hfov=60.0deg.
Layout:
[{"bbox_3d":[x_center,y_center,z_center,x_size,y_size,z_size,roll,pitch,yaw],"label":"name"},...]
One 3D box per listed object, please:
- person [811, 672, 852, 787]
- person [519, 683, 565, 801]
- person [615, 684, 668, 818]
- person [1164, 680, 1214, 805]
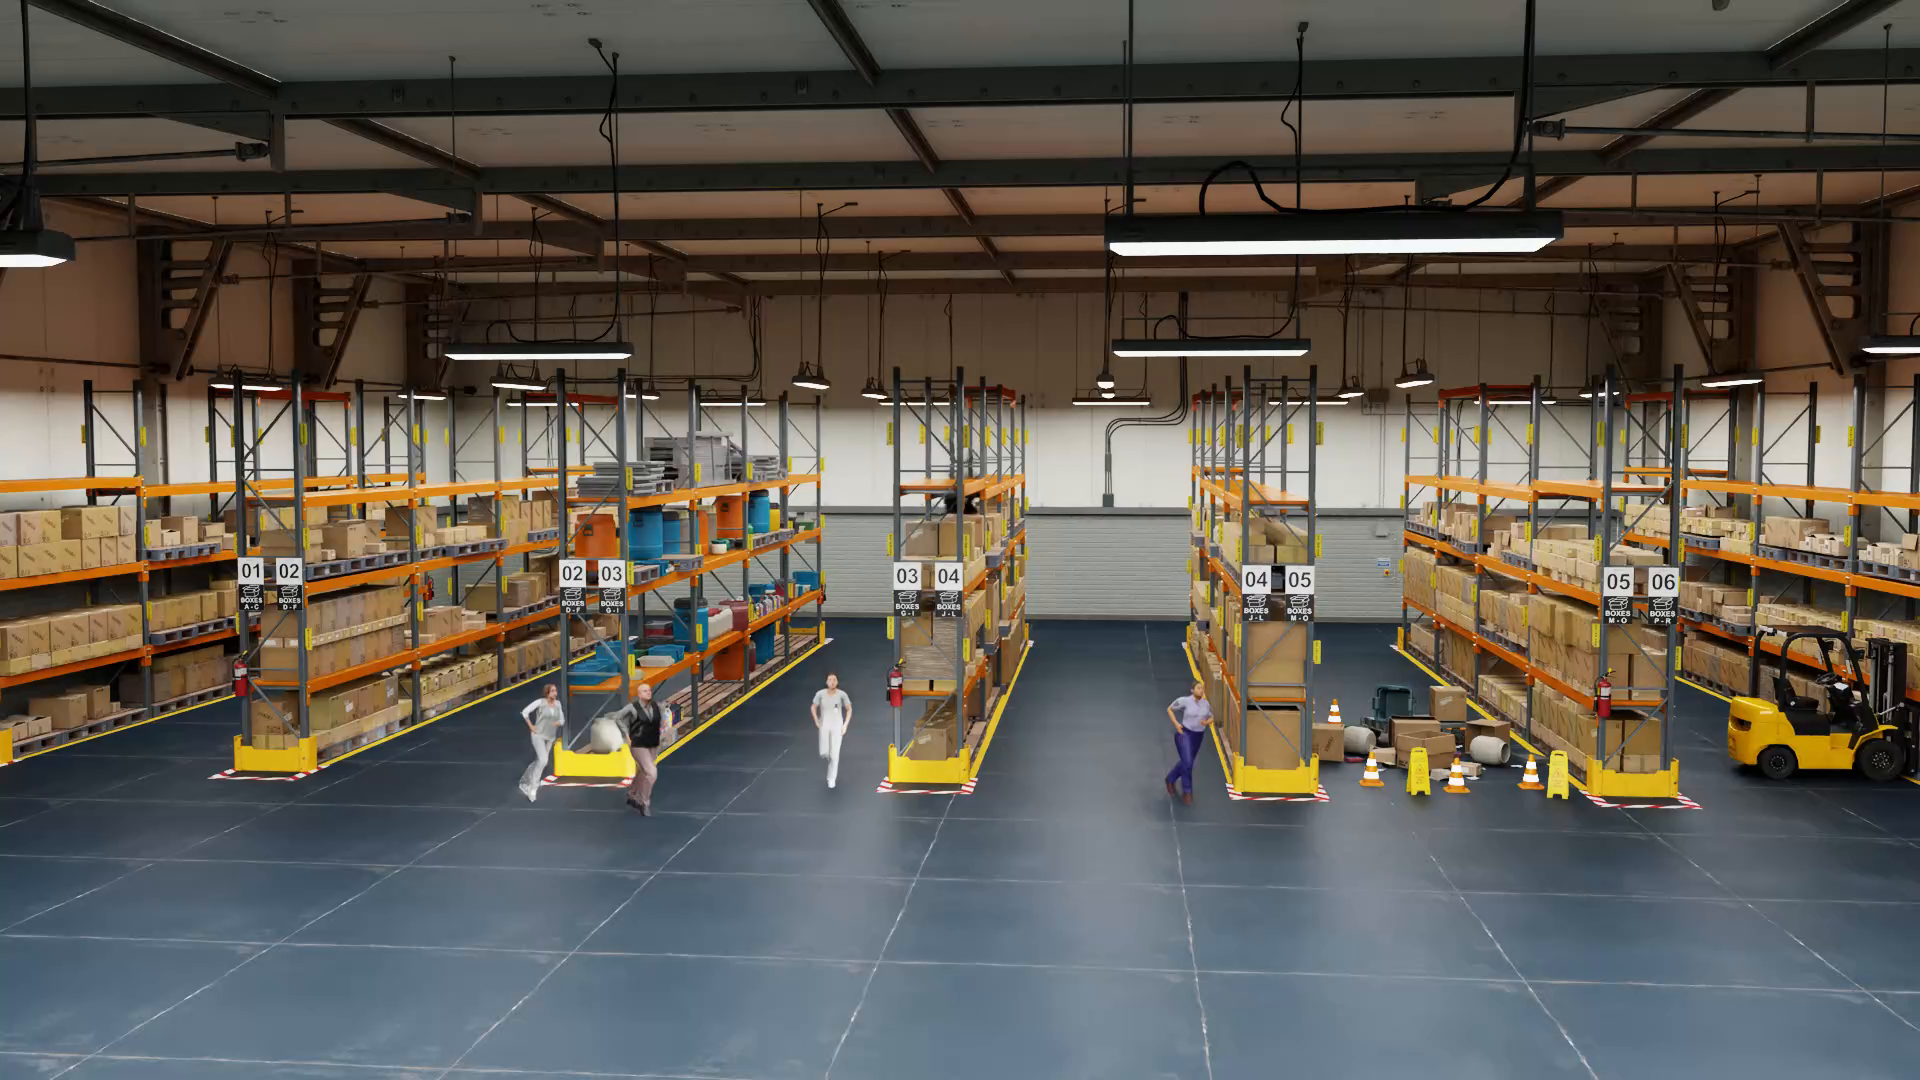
[{"bbox_3d":[-1.852,2.713,23.909,0.595,1.639,0.535,0,4,3],"label":"person"},{"bbox_3d":[-5.817,2.788,23.125,0.643,1.600,0.593,3,5,41],"label":"person"},{"bbox_3d":[-4.168,2.791,22.072,0.754,1.782,0.625,3,5,39],"label":"person"},{"bbox_3d":[3.208,2.777,23.053,0.613,1.681,0.808,-2,4,-28],"label":"person"}]
